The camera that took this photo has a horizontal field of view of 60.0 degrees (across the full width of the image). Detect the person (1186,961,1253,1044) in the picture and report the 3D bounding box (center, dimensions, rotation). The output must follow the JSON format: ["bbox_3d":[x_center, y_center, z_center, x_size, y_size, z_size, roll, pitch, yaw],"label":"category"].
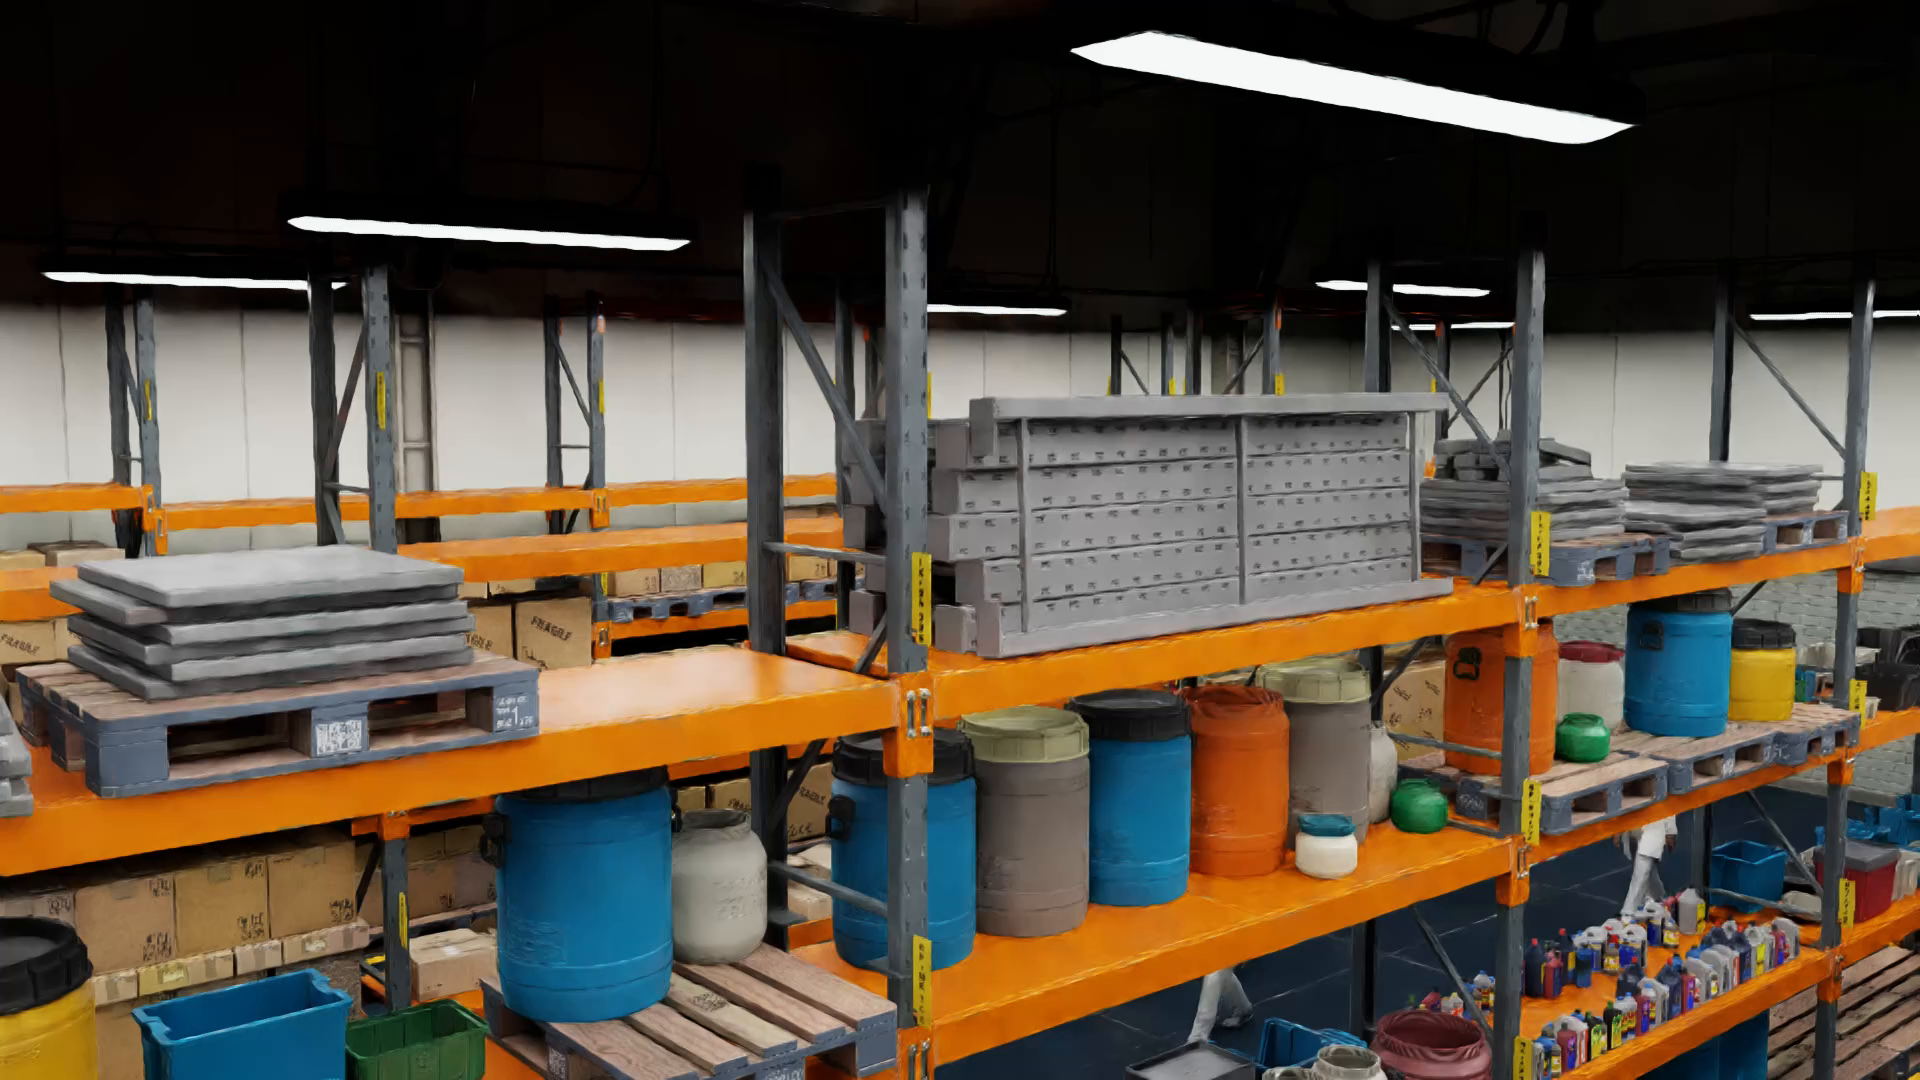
[{"bbox_3d":[1.954,3.126,12.890,1.090,1.583,0.497,-4,7,-37],"label":"person"}]

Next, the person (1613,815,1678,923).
[{"bbox_3d":[6.473,2.775,15.873,1.194,1.698,0.598,-4,7,-38],"label":"person"}]
